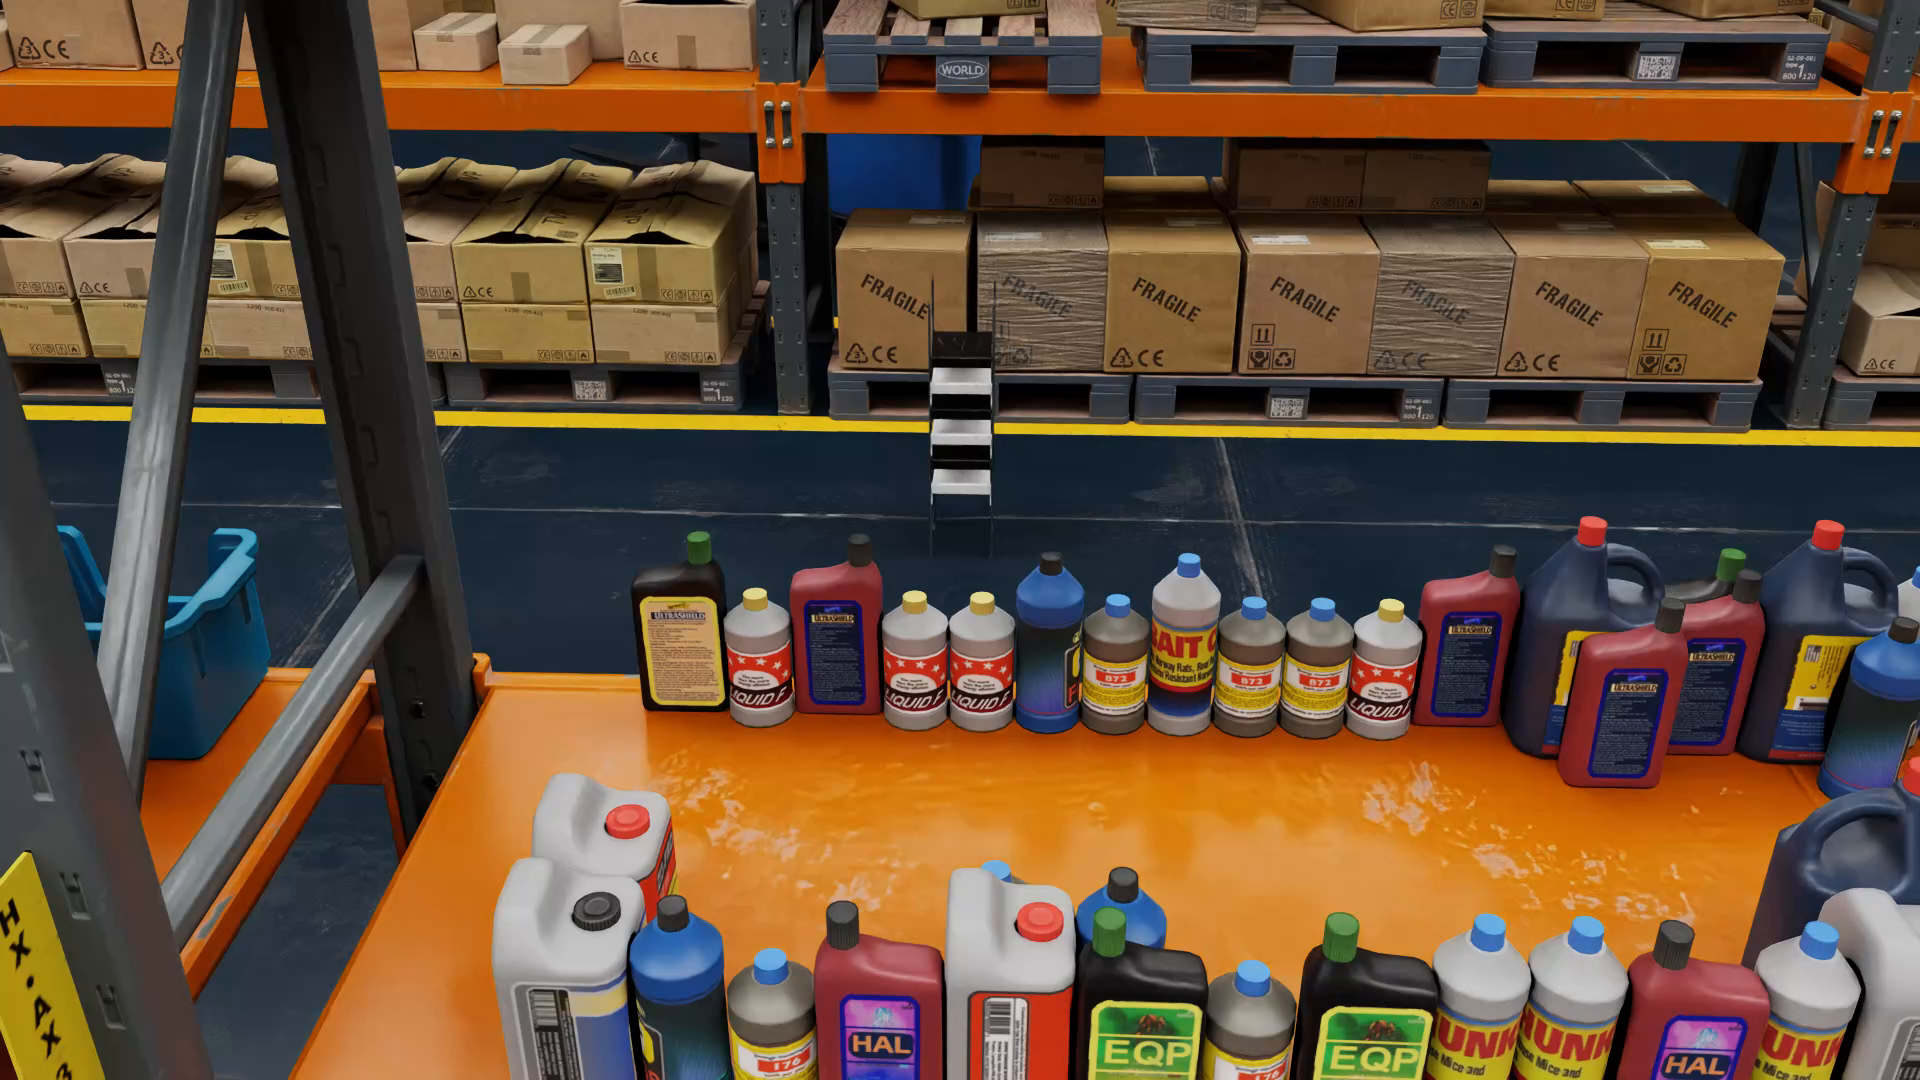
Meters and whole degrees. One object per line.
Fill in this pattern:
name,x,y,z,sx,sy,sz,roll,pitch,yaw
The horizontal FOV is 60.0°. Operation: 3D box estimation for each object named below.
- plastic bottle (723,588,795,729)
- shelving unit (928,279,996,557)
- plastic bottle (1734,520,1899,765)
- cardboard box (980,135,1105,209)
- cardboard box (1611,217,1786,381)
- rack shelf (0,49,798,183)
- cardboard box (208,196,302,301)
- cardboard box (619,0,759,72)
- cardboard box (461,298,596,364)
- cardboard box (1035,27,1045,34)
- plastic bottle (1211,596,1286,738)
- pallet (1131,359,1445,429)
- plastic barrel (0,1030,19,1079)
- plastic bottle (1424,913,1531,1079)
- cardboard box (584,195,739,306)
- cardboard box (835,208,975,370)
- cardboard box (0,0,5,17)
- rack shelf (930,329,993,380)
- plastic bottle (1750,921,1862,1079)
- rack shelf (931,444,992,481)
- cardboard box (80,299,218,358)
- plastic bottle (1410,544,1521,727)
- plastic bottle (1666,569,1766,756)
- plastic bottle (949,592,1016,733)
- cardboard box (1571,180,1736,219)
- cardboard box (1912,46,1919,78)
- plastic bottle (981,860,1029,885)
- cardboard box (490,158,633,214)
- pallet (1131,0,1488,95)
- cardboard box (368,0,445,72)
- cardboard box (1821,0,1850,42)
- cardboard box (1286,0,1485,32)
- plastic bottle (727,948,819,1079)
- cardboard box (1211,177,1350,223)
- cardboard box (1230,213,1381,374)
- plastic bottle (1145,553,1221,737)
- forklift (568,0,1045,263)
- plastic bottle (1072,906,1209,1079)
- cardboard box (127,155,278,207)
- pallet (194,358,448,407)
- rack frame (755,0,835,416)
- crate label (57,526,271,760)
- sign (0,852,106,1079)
plastic bottle,-0.296,0.166,2.446,0.097,0.201,0.097,0,28,0
shelving unit,0.008,-0.397,5.539,0.210,0.900,0.258,1,28,2
plastic bottle,1.207,0.136,2.343,0.185,0.351,0.144,1,28,2
cardboard box,0.348,-1.574,6.915,0.500,0.250,0.500,2,28,4
cardboard box,2.843,-0.955,6.549,0.500,0.500,0.500,1,28,2
rack shelf,-2.650,-1.773,6.659,4.000,0.370,1.077,1,28,2
cardboard box,-2.708,-1.194,6.688,0.500,0.311,0.500,2,28,3
cardboard box,-1.013,-2.045,6.499,0.500,0.311,0.500,3,28,5
cardboard box,-1.701,-0.930,6.788,0.500,0.250,0.500,1,28,1
cardboard box,0.250,-3.538,11.069,0.750,0.750,0.750,1,28,1
plastic bottle,0.421,0.178,2.424,0.097,0.201,0.097,0,28,0
pallet,1.310,-0.774,6.985,1.213,0.211,1.003,1,28,2
plastic barrel,-1.304,0.335,1.770,0.708,0.536,0.600,1,28,2
plastic bottle,0.532,0.505,1.733,0.097,0.271,0.097,0,28,0
cardboard box,-1.183,-1.169,6.642,0.500,0.311,0.500,2,28,3
cardboard box,-0.206,-1.006,6.644,0.500,0.500,0.500,2,28,4
cardboard box,-3.764,-2.136,6.720,0.258,0.266,0.396,0,28,1
rack shelf,0.008,-0.607,5.428,0.200,0.077,0.258,1,28,2
plastic bottle,0.860,0.510,1.722,0.097,0.271,0.097,0,28,0
rack shelf,0.008,-0.288,5.597,0.200,0.077,0.258,1,28,2
cardboard box,-3.226,-0.955,6.837,0.500,0.250,0.500,0,28,0
plastic bottle,0.732,0.138,2.411,0.133,0.283,0.061,1,28,2
plastic bottle,1.048,0.172,2.347,0.133,0.283,0.061,1,28,2
plastic bottle,0.032,0.172,2.436,0.097,0.201,0.097,0,28,0
cardboard box,2.871,-1.203,7.017,0.500,0.500,0.500,0,28,-1
cardboard box,3.846,-1.900,6.024,0.500,0.500,0.500,2,28,3
plastic bottle,0.039,0.456,1.899,0.097,0.201,0.097,0,28,0
cardboard box,-1.690,-1.427,7.127,0.500,0.311,0.500,0,28,1
pallet,1.292,-1.943,6.417,1.213,0.211,1.003,1,28,2
cardboard box,-2.329,-2.122,6.443,0.500,0.500,0.500,-1,28,-1
cardboard box,5.809,-3.306,11.005,0.500,0.500,0.700,0,28,0
cardboard box,1.578,-2.221,6.183,0.500,0.500,0.700,-6,29,-11
plastic bottle,-0.197,0.524,1.772,0.097,0.201,0.097,0,28,0
cardboard box,1.334,-1.227,7.062,0.500,0.500,0.500,0,28,0
cardboard box,1.340,-0.983,6.601,0.500,0.500,0.500,0,28,0
plastic bottle,0.324,0.146,2.410,0.097,0.271,0.097,0,28,0
forklift,-0.865,-3.027,8.331,3.031,2.935,1.130,21,34,34
plastic bottle,0.186,0.502,1.725,0.133,0.283,0.061,1,28,2
cardboard box,-3.215,-1.454,7.180,0.500,0.311,0.500,1,28,2
pallet,-2.689,-0.879,7.182,1.213,0.211,1.003,1,28,2
rack frame,-0.651,-2.057,6.429,0.127,3.000,1.000,1,28,2
crate label,-1.238,0.153,2.438,0.416,0.233,0.303,1,28,2
sign,-0.842,0.447,1.531,0.005,0.325,0.100,1,28,2
